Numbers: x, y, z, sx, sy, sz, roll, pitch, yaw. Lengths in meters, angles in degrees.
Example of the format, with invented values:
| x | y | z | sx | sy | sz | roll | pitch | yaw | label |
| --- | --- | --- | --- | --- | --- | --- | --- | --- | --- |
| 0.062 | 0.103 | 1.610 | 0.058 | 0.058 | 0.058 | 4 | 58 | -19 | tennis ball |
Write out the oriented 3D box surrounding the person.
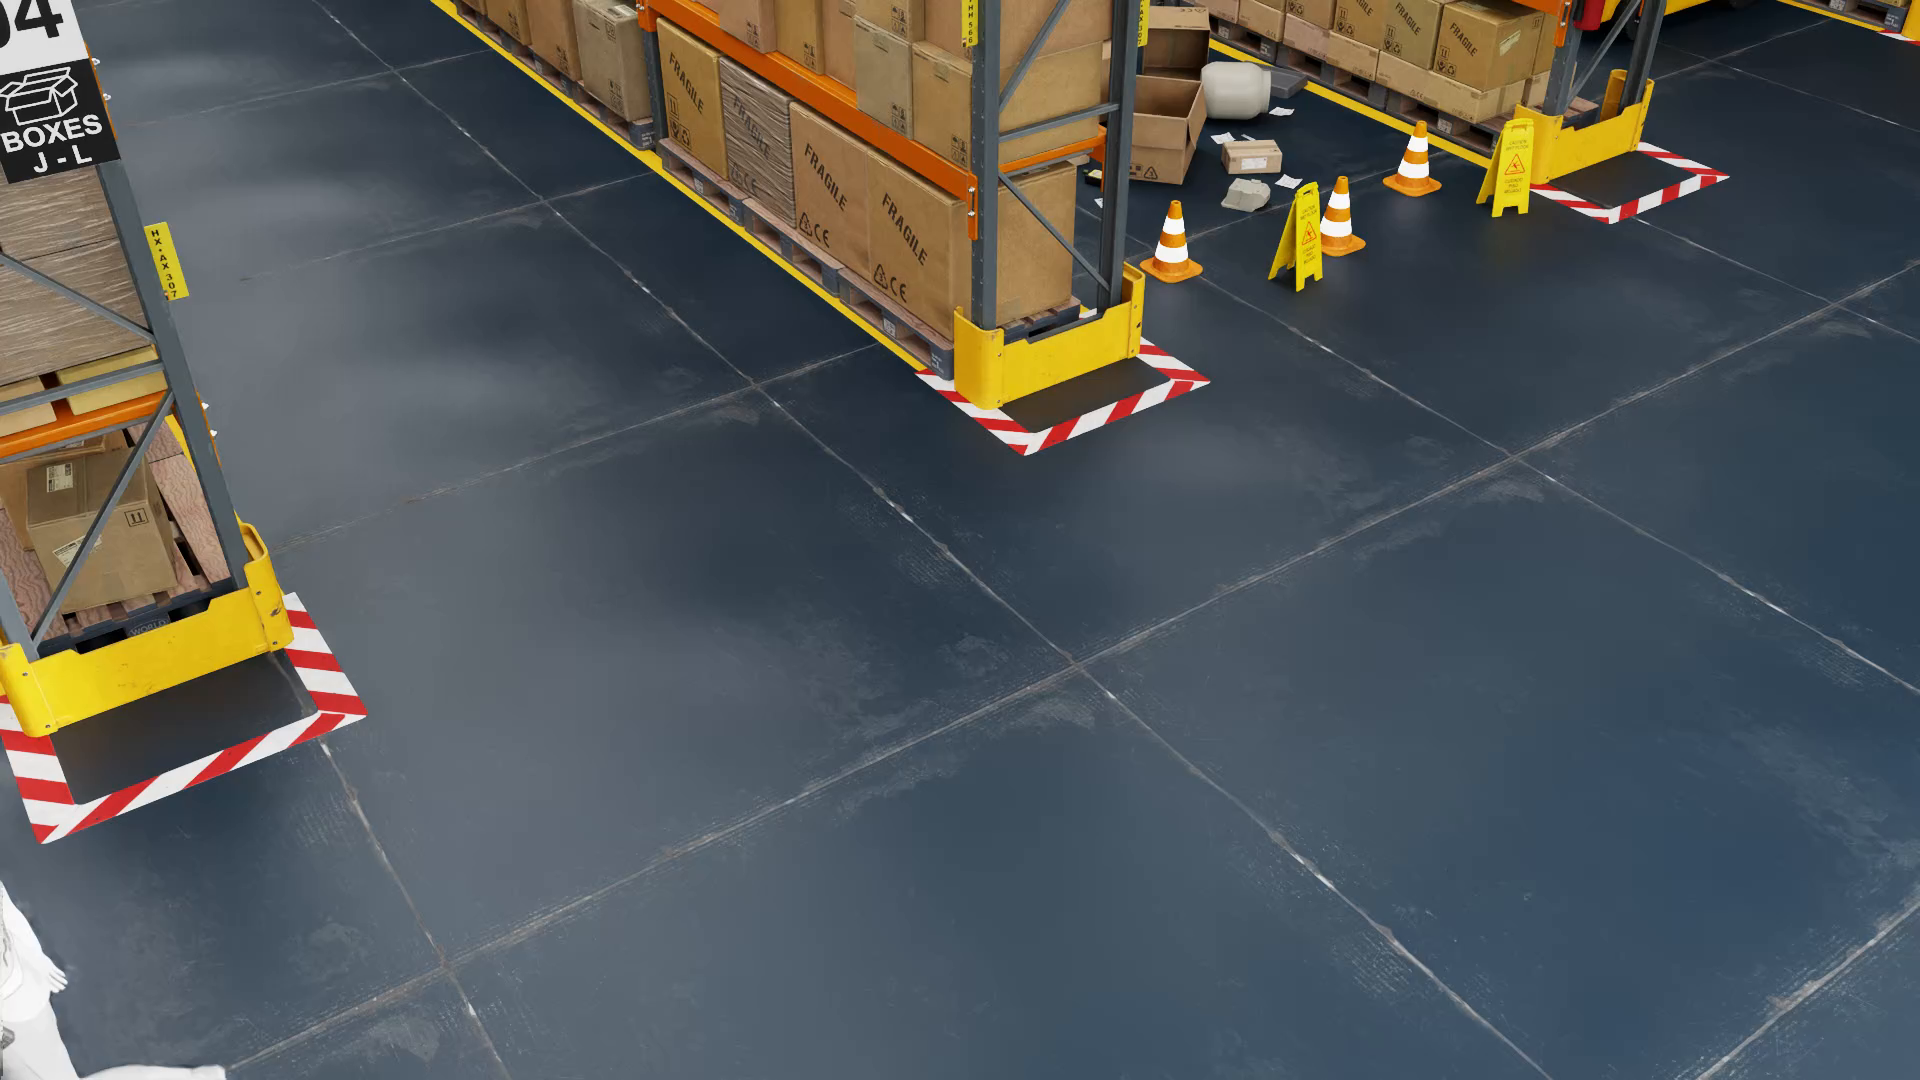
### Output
| x | y | z | sx | sy | sz | roll | pitch | yaw | label |
| --- | --- | --- | --- | --- | --- | --- | --- | --- | --- |
| -2.907 | 1.406 | 5.062 | 0.902 | 1.643 | 0.485 | -23 | 42 | -28 | person |
